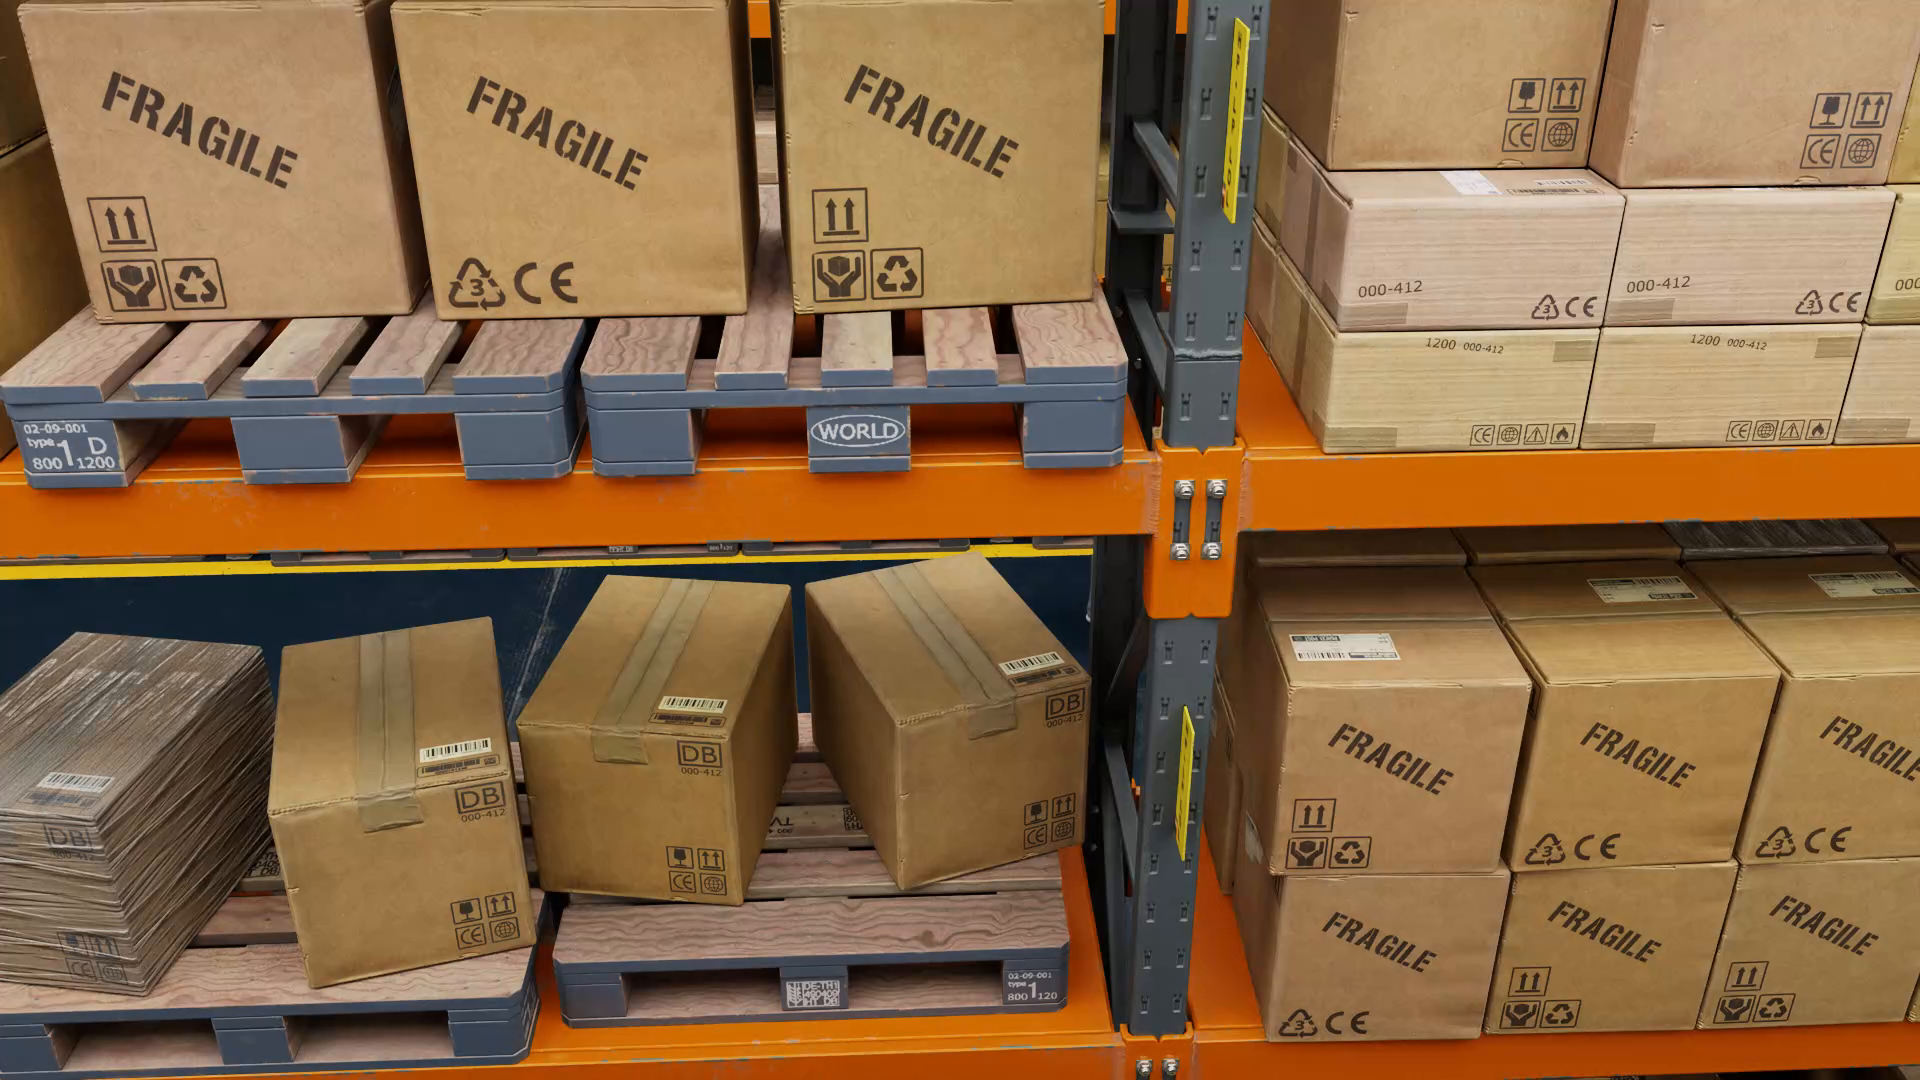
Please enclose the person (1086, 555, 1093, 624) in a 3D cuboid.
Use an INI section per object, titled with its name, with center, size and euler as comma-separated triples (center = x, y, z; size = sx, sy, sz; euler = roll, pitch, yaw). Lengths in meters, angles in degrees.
[person]
center = 0.778, -0.298, 7.657
size = 0.454, 1.687, 0.474
euler = -2, 28, -3
